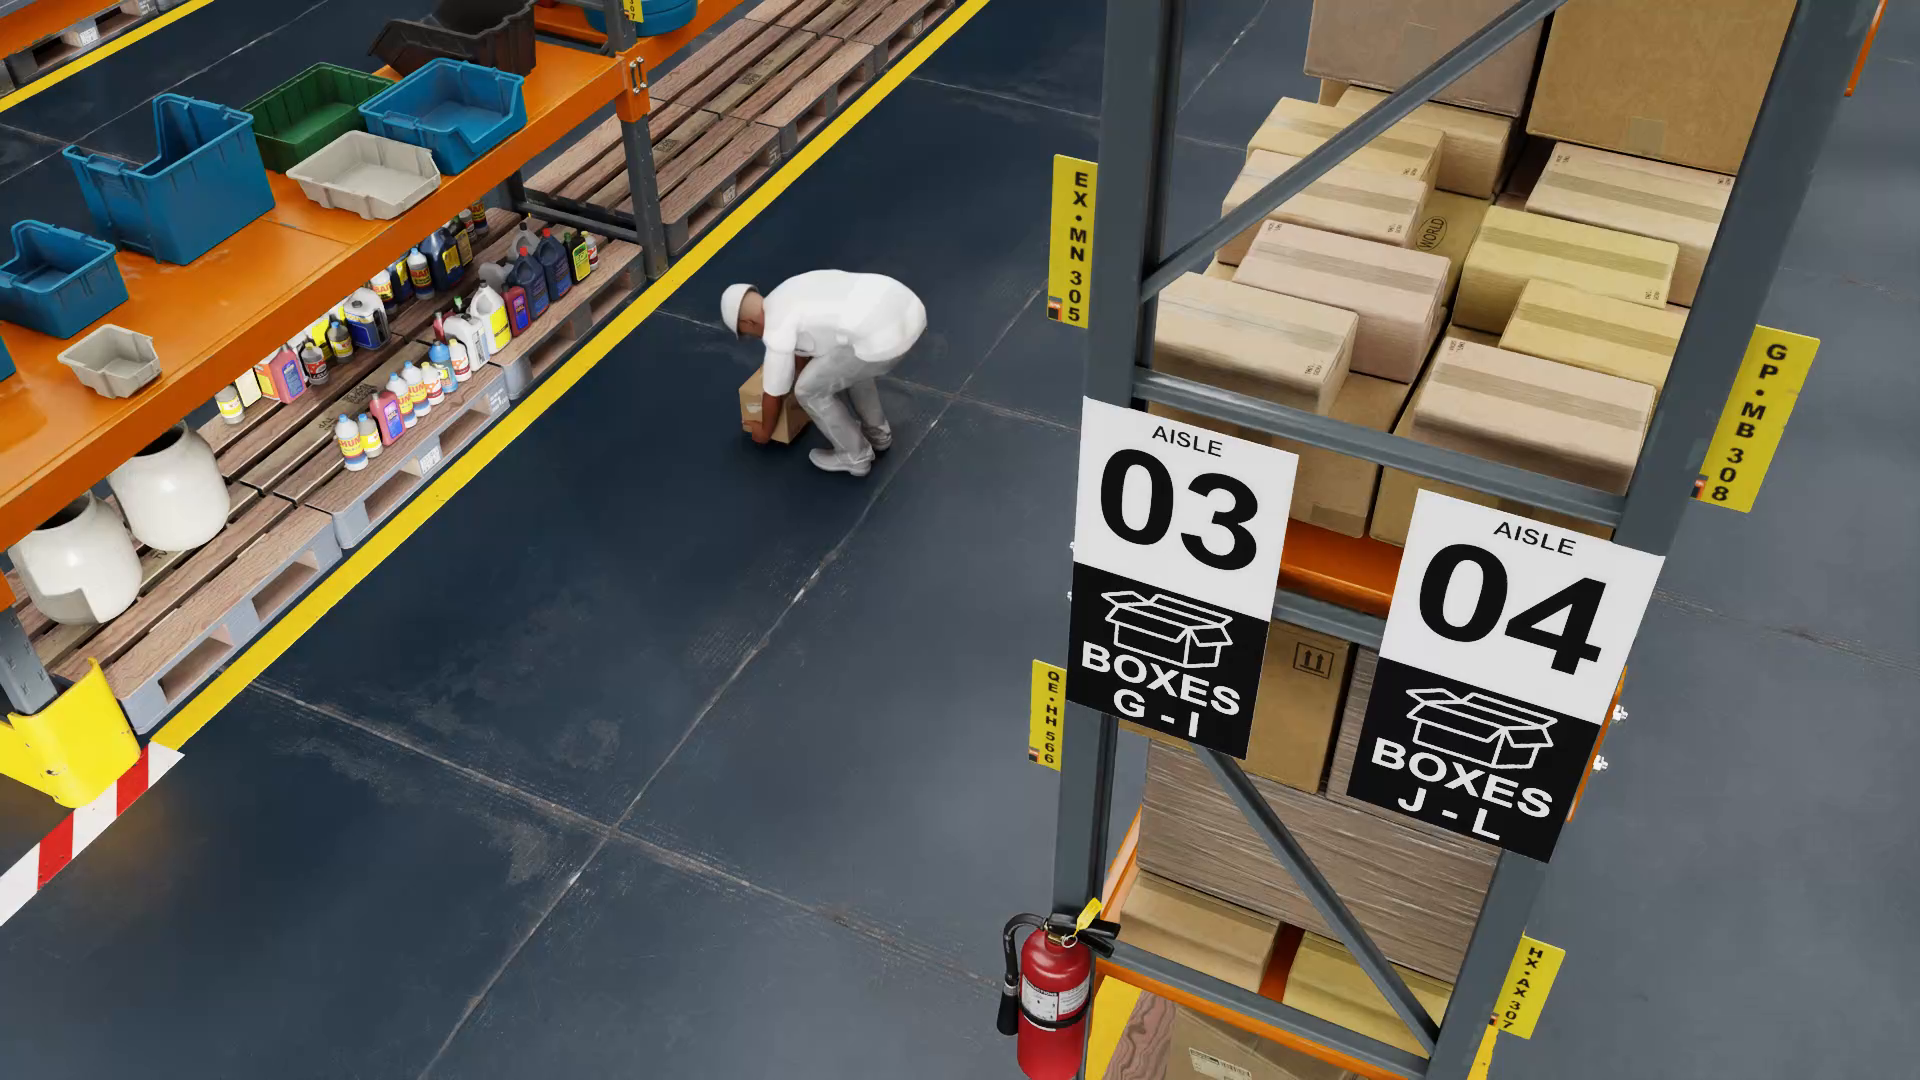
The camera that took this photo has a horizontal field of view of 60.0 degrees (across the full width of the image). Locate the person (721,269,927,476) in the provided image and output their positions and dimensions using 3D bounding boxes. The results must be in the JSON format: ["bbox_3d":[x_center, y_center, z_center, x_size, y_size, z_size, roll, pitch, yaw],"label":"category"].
[{"bbox_3d":[-0.639,-0.804,7.641,0.973,0.967,0.501,15,44,16],"label":"person"}]
